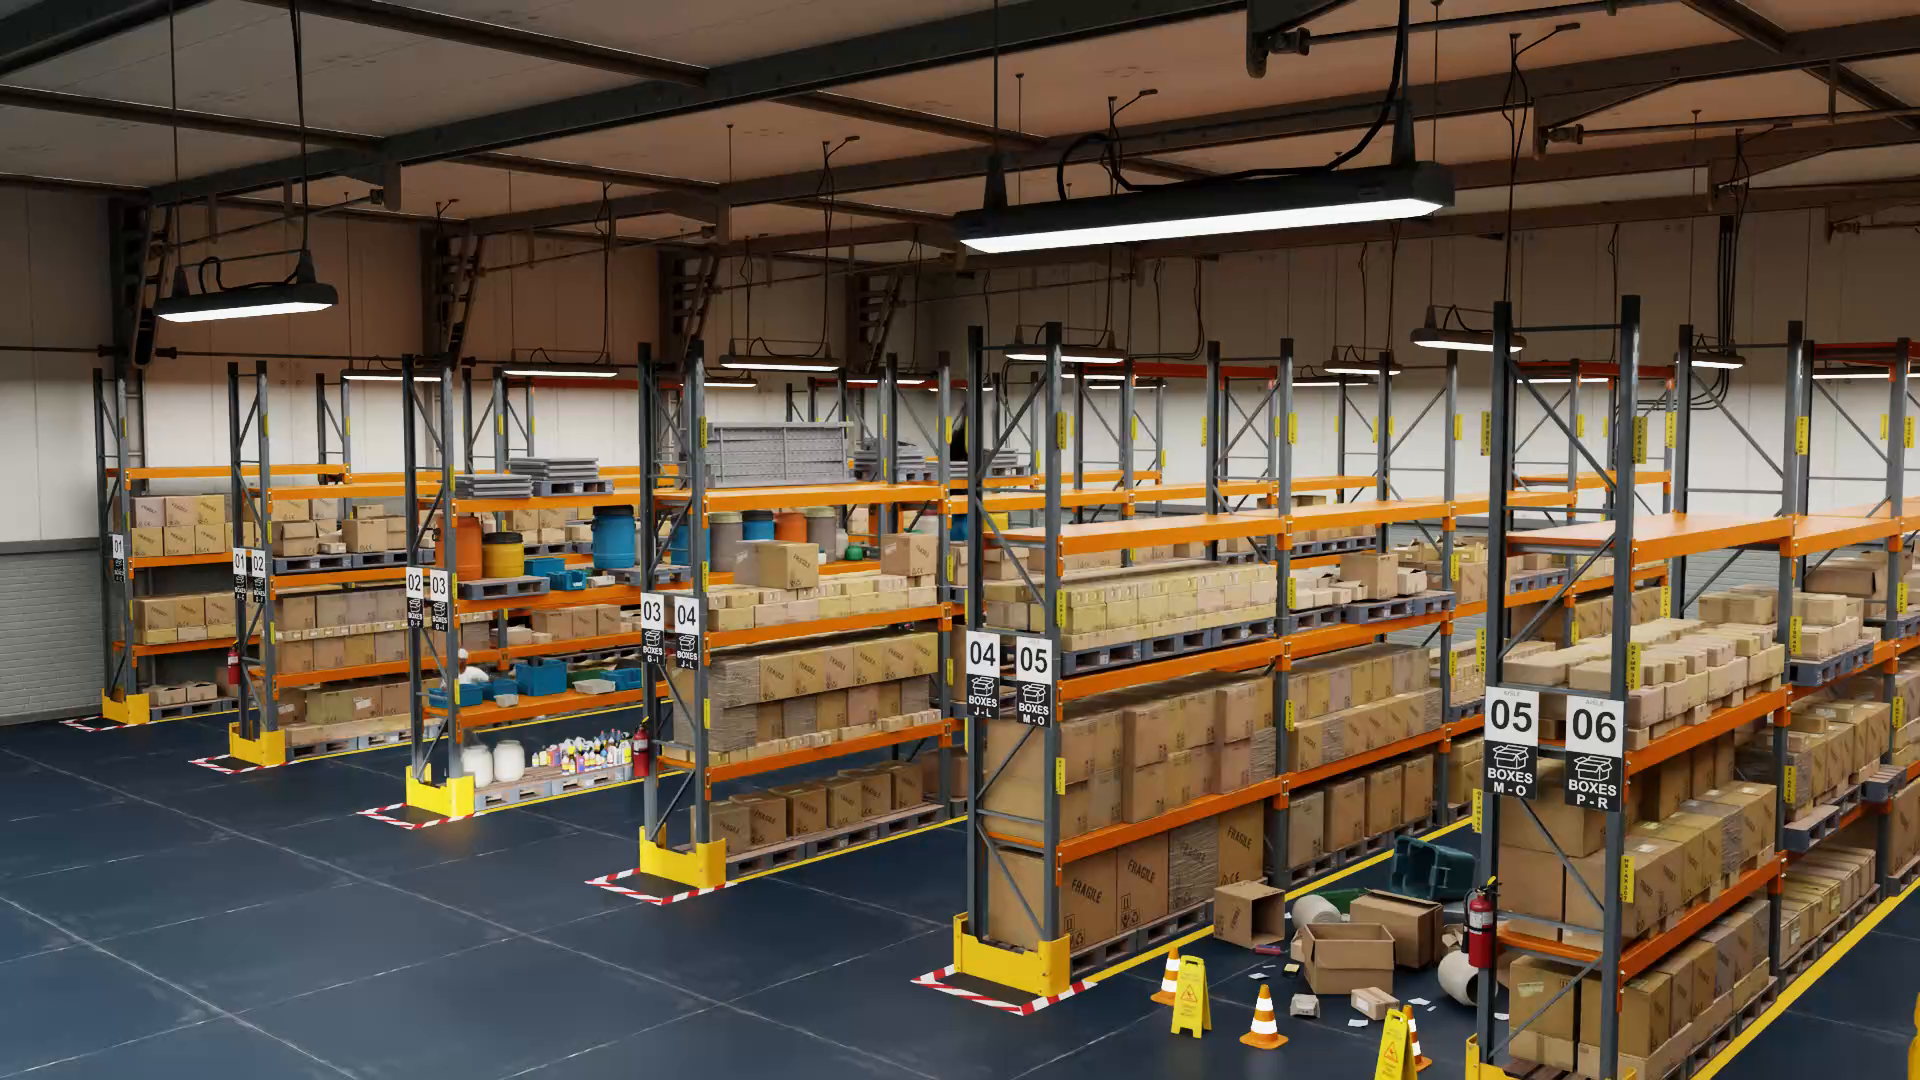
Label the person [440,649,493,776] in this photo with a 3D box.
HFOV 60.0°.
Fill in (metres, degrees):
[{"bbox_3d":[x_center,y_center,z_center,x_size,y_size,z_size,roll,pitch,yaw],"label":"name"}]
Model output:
[{"bbox_3d":[-7.241,2.469,24.266,0.688,1.781,0.950,2,5,25],"label":"person"}]
